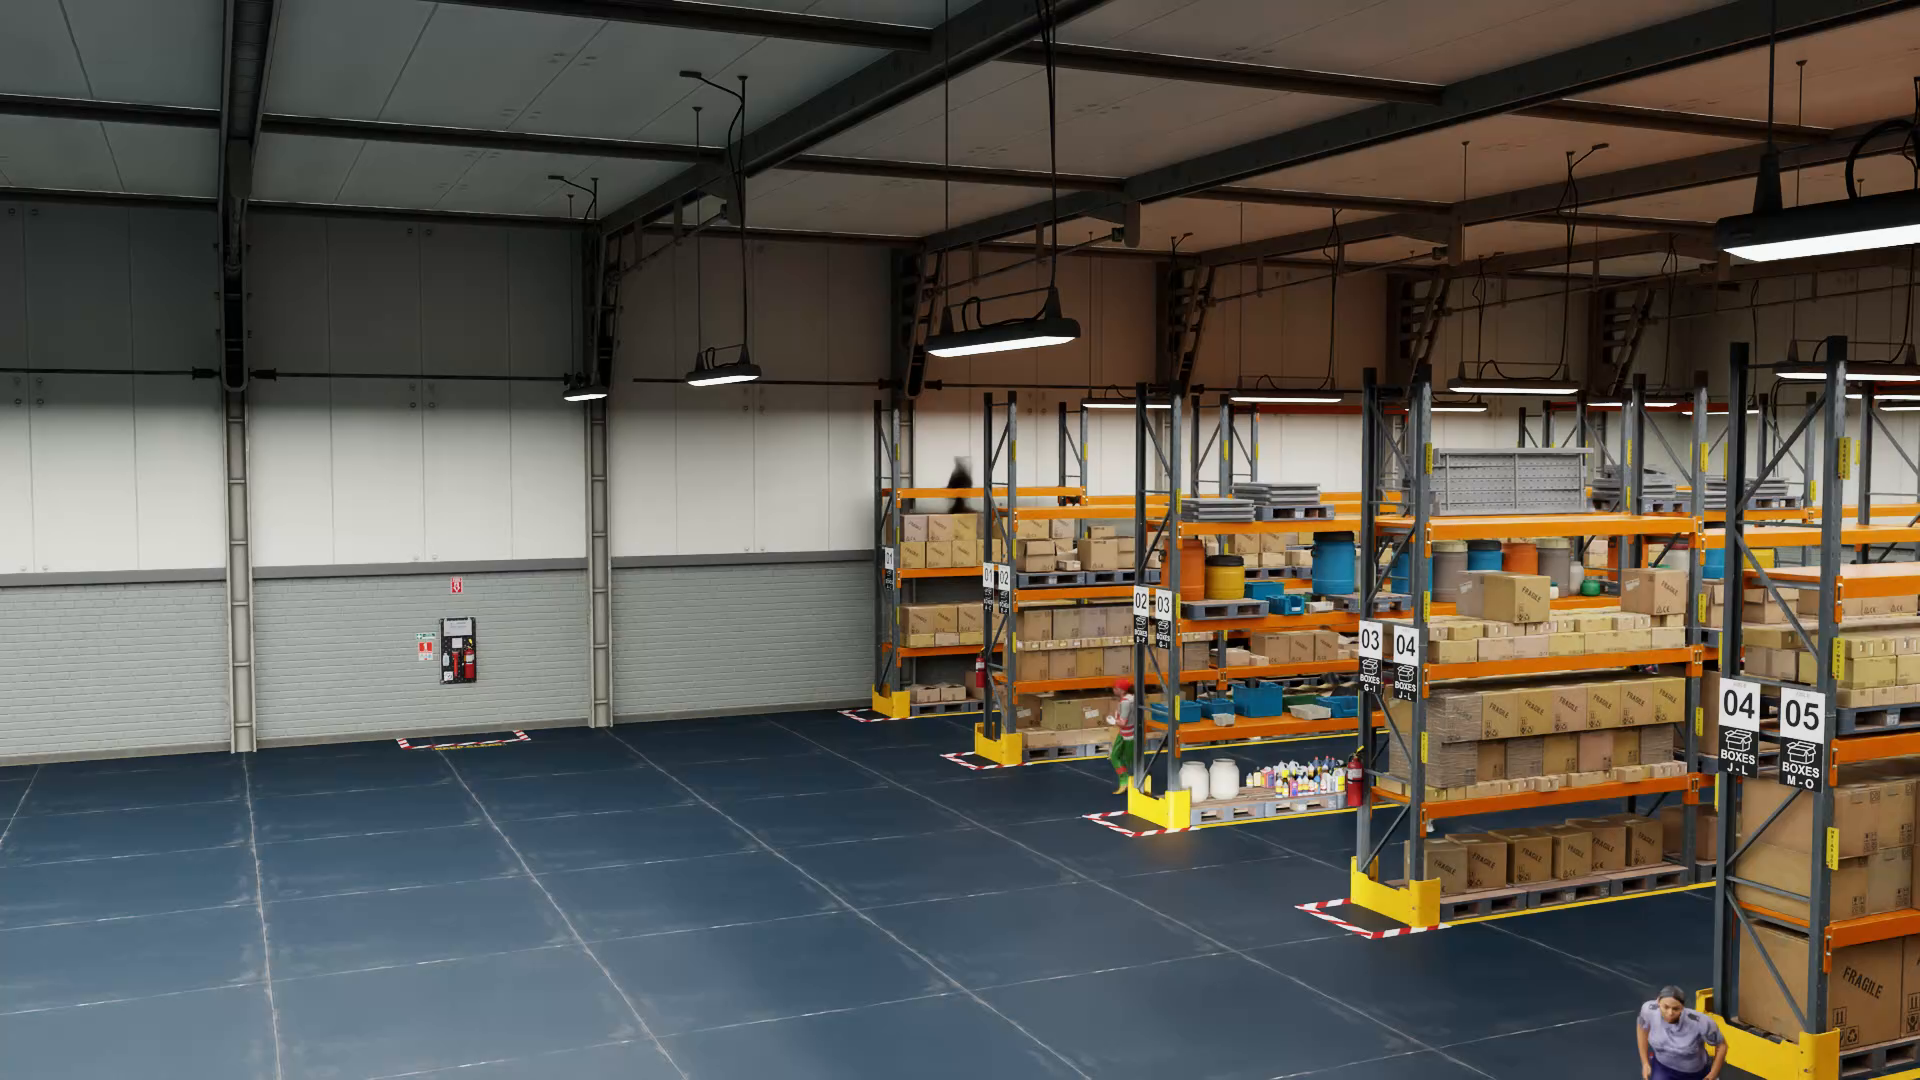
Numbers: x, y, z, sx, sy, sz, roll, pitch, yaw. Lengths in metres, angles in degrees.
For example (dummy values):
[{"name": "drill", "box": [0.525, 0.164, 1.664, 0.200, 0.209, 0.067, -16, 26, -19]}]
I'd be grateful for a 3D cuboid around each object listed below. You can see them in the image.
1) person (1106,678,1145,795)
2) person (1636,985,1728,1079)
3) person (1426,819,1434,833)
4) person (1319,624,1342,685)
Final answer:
[{"name": "person", "box": [2.506, 2.886, 24.567, 0.721, 1.730, 0.787, -1, 3, -12]}, {"name": "person", "box": [5.090, 3.760, 11.688, 0.608, 1.472, 0.932, 3, 4, 37]}, {"name": "person", "box": [6.212, 3.112, 22.029, 0.626, 1.608, 0.674, -1, 3, -13]}, {"name": "person", "box": [7.430, 2.388, 33.458, 0.948, 1.641, 0.510, -2, 4, -34]}]
